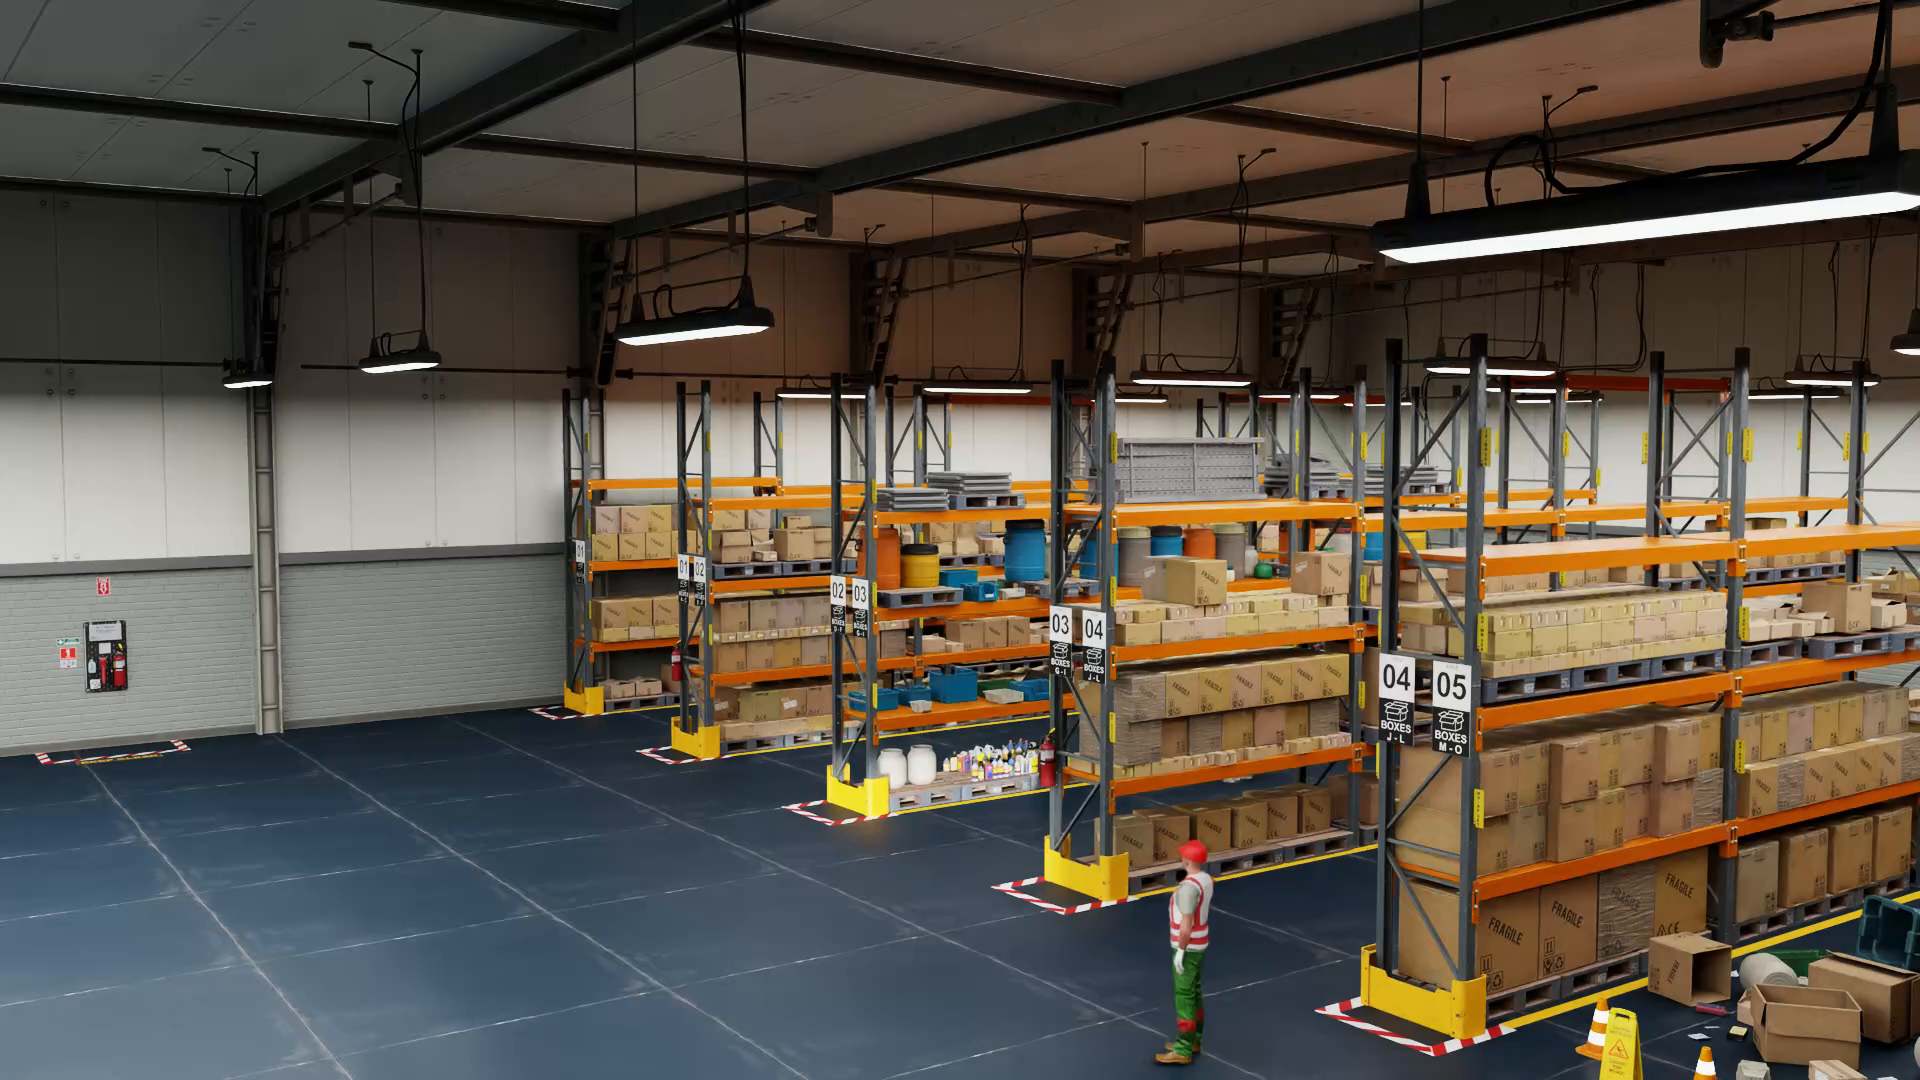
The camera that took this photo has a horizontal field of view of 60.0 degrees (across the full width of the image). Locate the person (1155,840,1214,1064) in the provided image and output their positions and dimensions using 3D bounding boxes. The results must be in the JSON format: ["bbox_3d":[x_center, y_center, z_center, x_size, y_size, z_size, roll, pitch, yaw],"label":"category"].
[{"bbox_3d":[1.869,3.380,13.779,0.437,1.793,0.578,1,4,14],"label":"person"}]

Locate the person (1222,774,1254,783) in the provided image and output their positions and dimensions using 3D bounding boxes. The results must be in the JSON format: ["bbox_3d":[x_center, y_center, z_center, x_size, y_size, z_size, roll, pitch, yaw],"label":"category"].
[{"bbox_3d":[4.159,2.797,24.770,0.484,1.598,0.455,1,4,9],"label":"person"}]
